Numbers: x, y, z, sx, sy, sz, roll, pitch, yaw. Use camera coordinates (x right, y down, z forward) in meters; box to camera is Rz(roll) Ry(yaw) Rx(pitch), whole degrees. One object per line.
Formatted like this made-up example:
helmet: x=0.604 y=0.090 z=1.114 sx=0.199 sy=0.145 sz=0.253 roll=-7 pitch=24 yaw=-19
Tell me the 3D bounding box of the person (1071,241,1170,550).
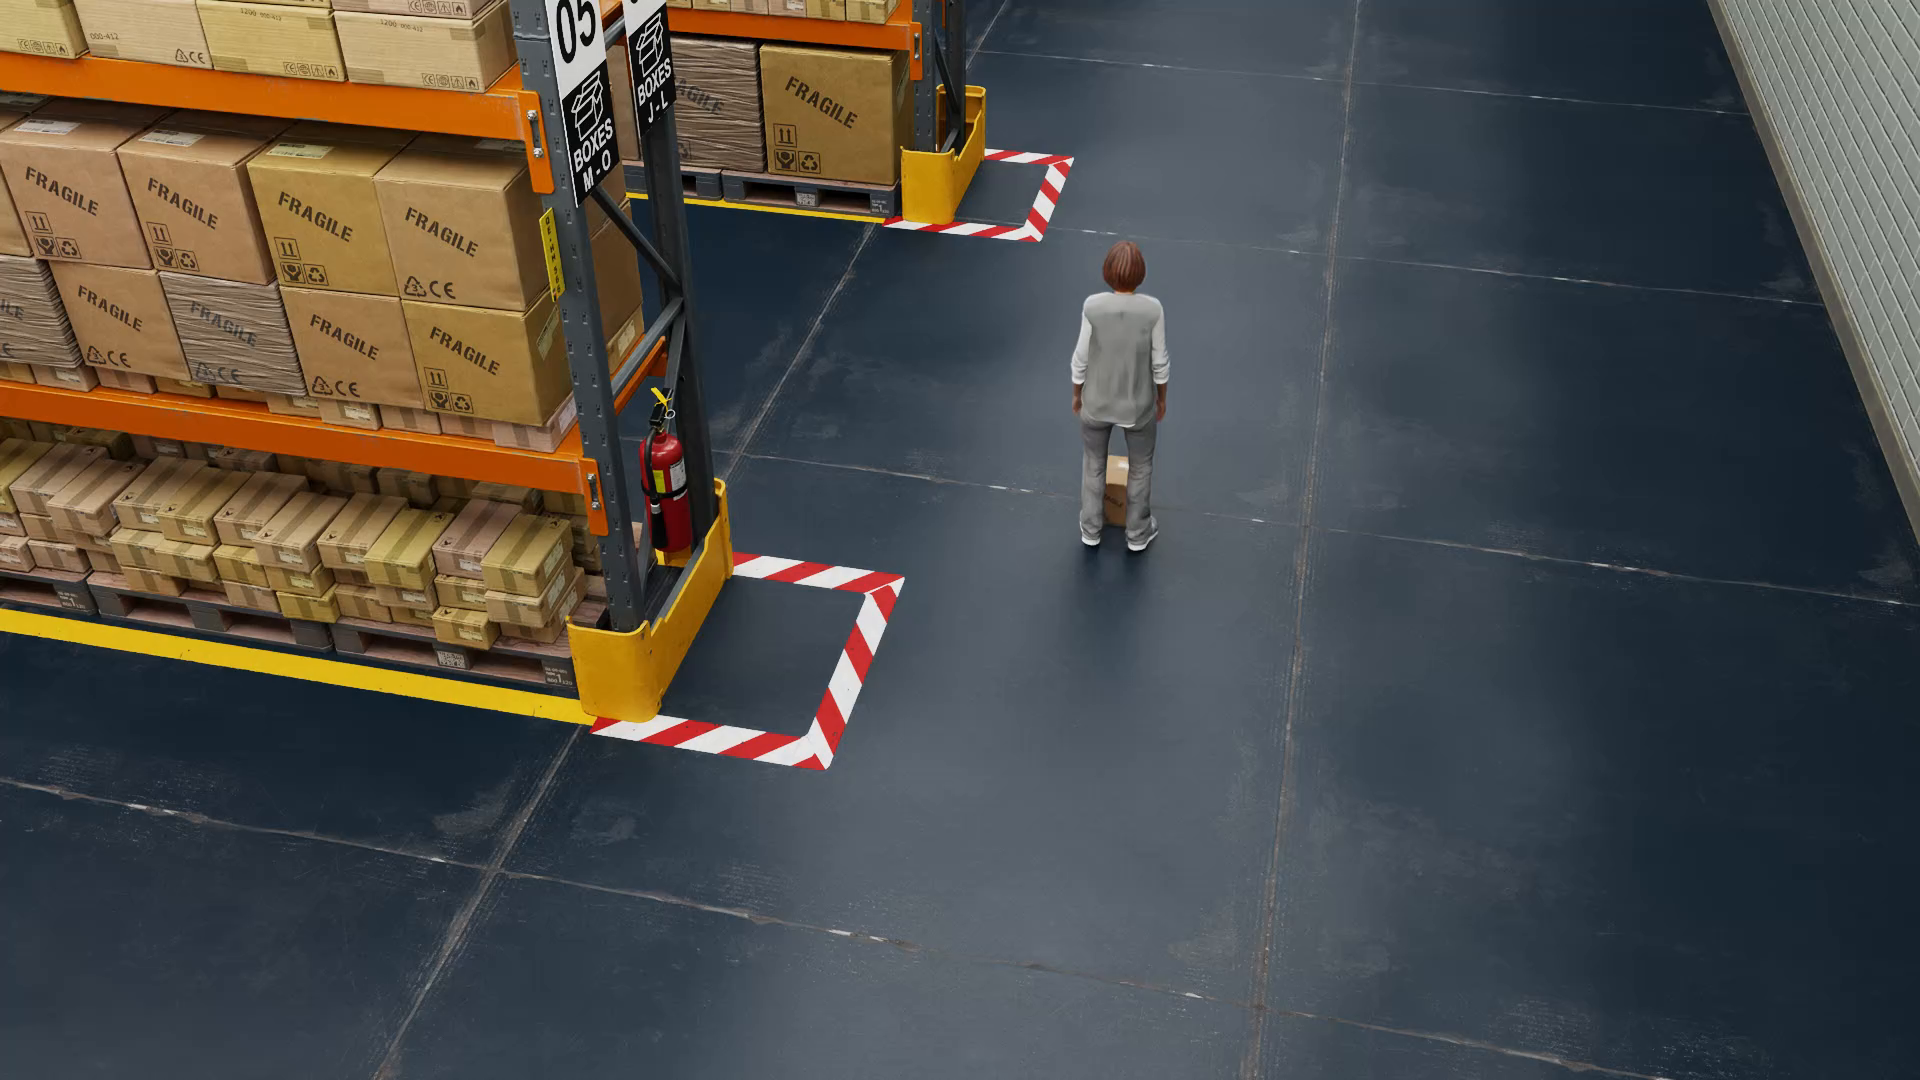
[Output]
person: x=0.748 y=-0.642 z=7.822 sx=0.466 sy=1.591 sz=0.346 roll=6 pitch=38 yaw=8
